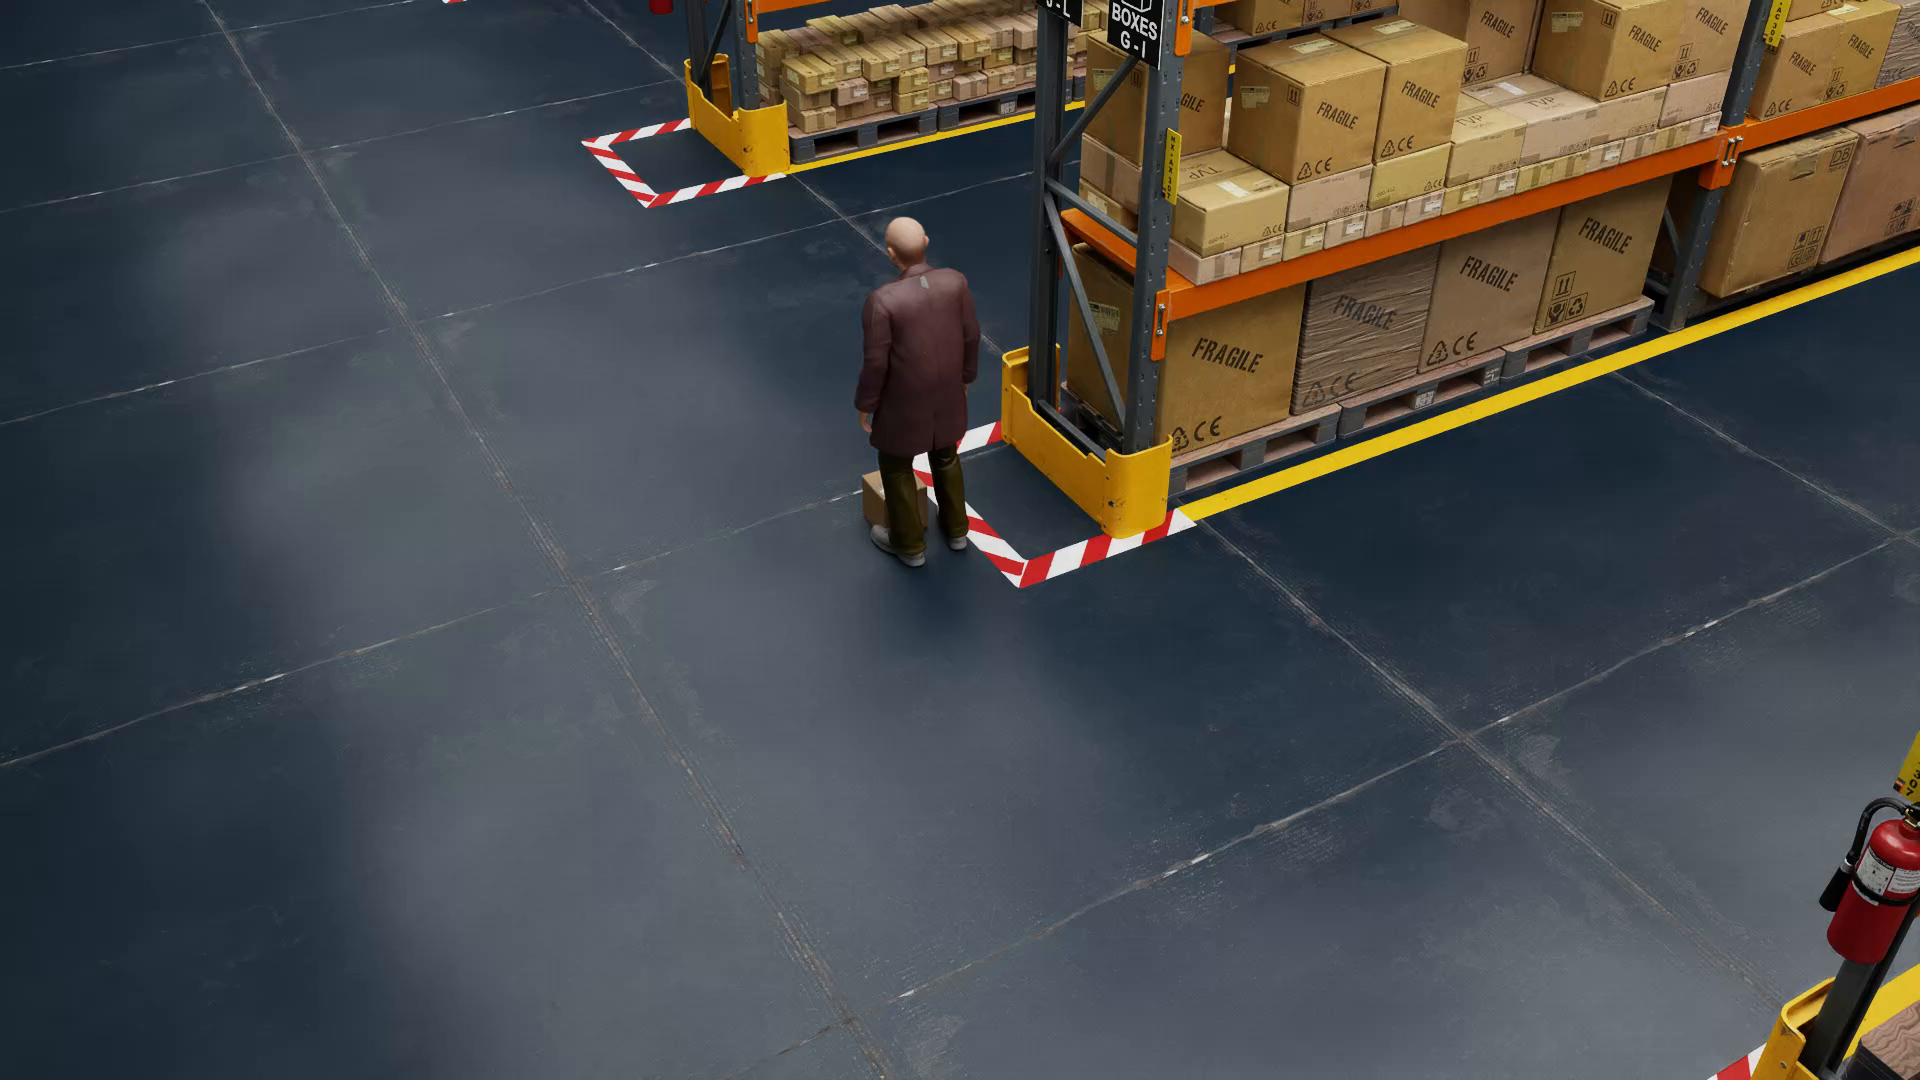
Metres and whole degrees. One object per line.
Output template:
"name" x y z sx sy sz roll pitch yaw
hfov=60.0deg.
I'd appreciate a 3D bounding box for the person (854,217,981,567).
"person" -0.201 -0.690 7.880 0.642 1.774 0.422 -19 40 -24
